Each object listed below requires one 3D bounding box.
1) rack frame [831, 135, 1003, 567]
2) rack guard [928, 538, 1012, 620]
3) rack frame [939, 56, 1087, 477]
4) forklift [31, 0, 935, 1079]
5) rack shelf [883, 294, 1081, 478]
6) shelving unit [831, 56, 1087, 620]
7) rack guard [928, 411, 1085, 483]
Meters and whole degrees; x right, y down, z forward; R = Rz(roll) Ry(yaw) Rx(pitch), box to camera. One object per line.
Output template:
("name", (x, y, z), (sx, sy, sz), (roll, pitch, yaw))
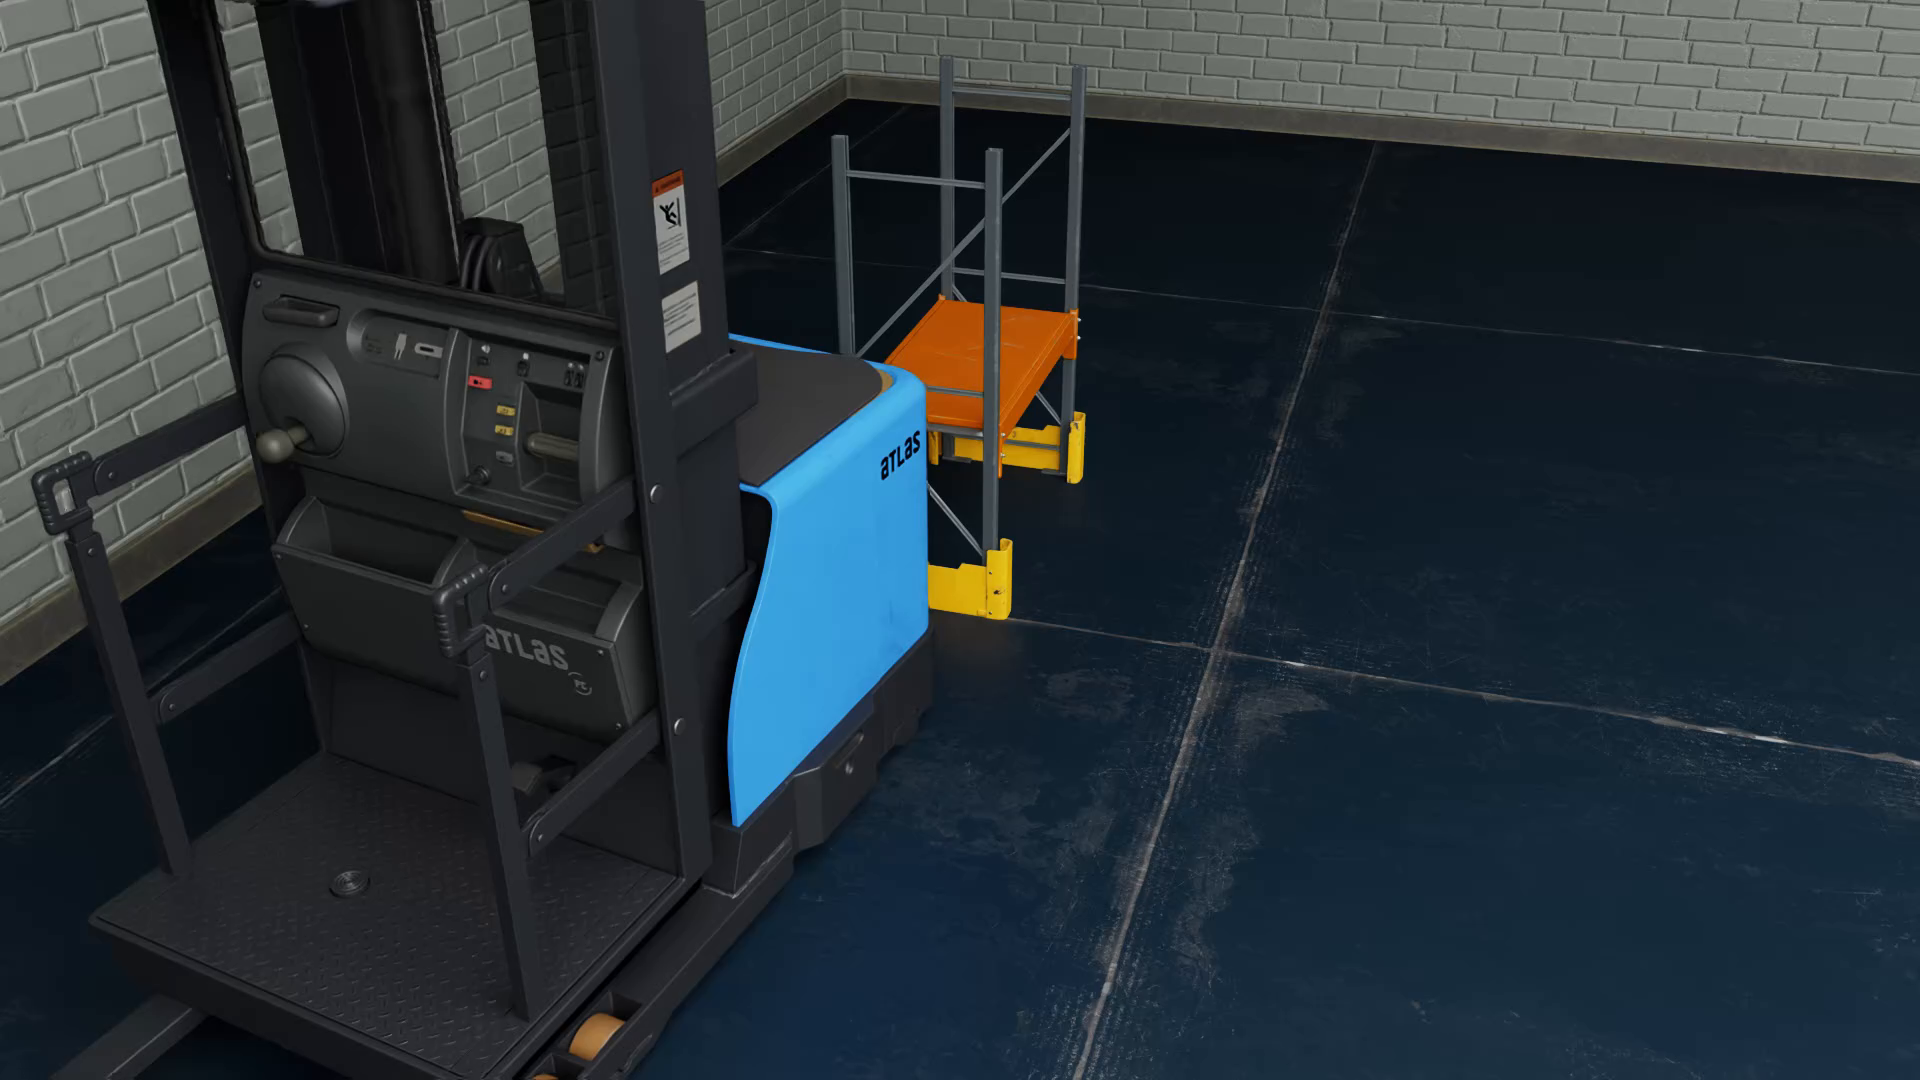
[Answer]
("rack frame", (-0.124, -0.459, 5.032), (0.500, 1.500, 0.032), (8, 30, 15))
("rack guard", (-0.124, 0.087, 5.337), (0.587, 0.250, 0.087), (8, 30, 15))
("rack frame", (0.174, -0.931, 5.881), (0.500, 1.500, 0.032), (8, 30, 15))
("forklift", (-1.179, -0.247, 3.180), (1.130, 2.935, 3.031), (14, 32, 23))
("rack shelf", (0.025, -0.538, 5.544), (0.538, 0.185, 1.000), (8, 30, 15))
("shelving unit", (0.022, -0.691, 5.449), (0.587, 1.500, 1.083), (8, 30, 15))
("rack guard", (0.169, -0.376, 6.169), (0.587, 0.250, 0.087), (8, 30, 15))
